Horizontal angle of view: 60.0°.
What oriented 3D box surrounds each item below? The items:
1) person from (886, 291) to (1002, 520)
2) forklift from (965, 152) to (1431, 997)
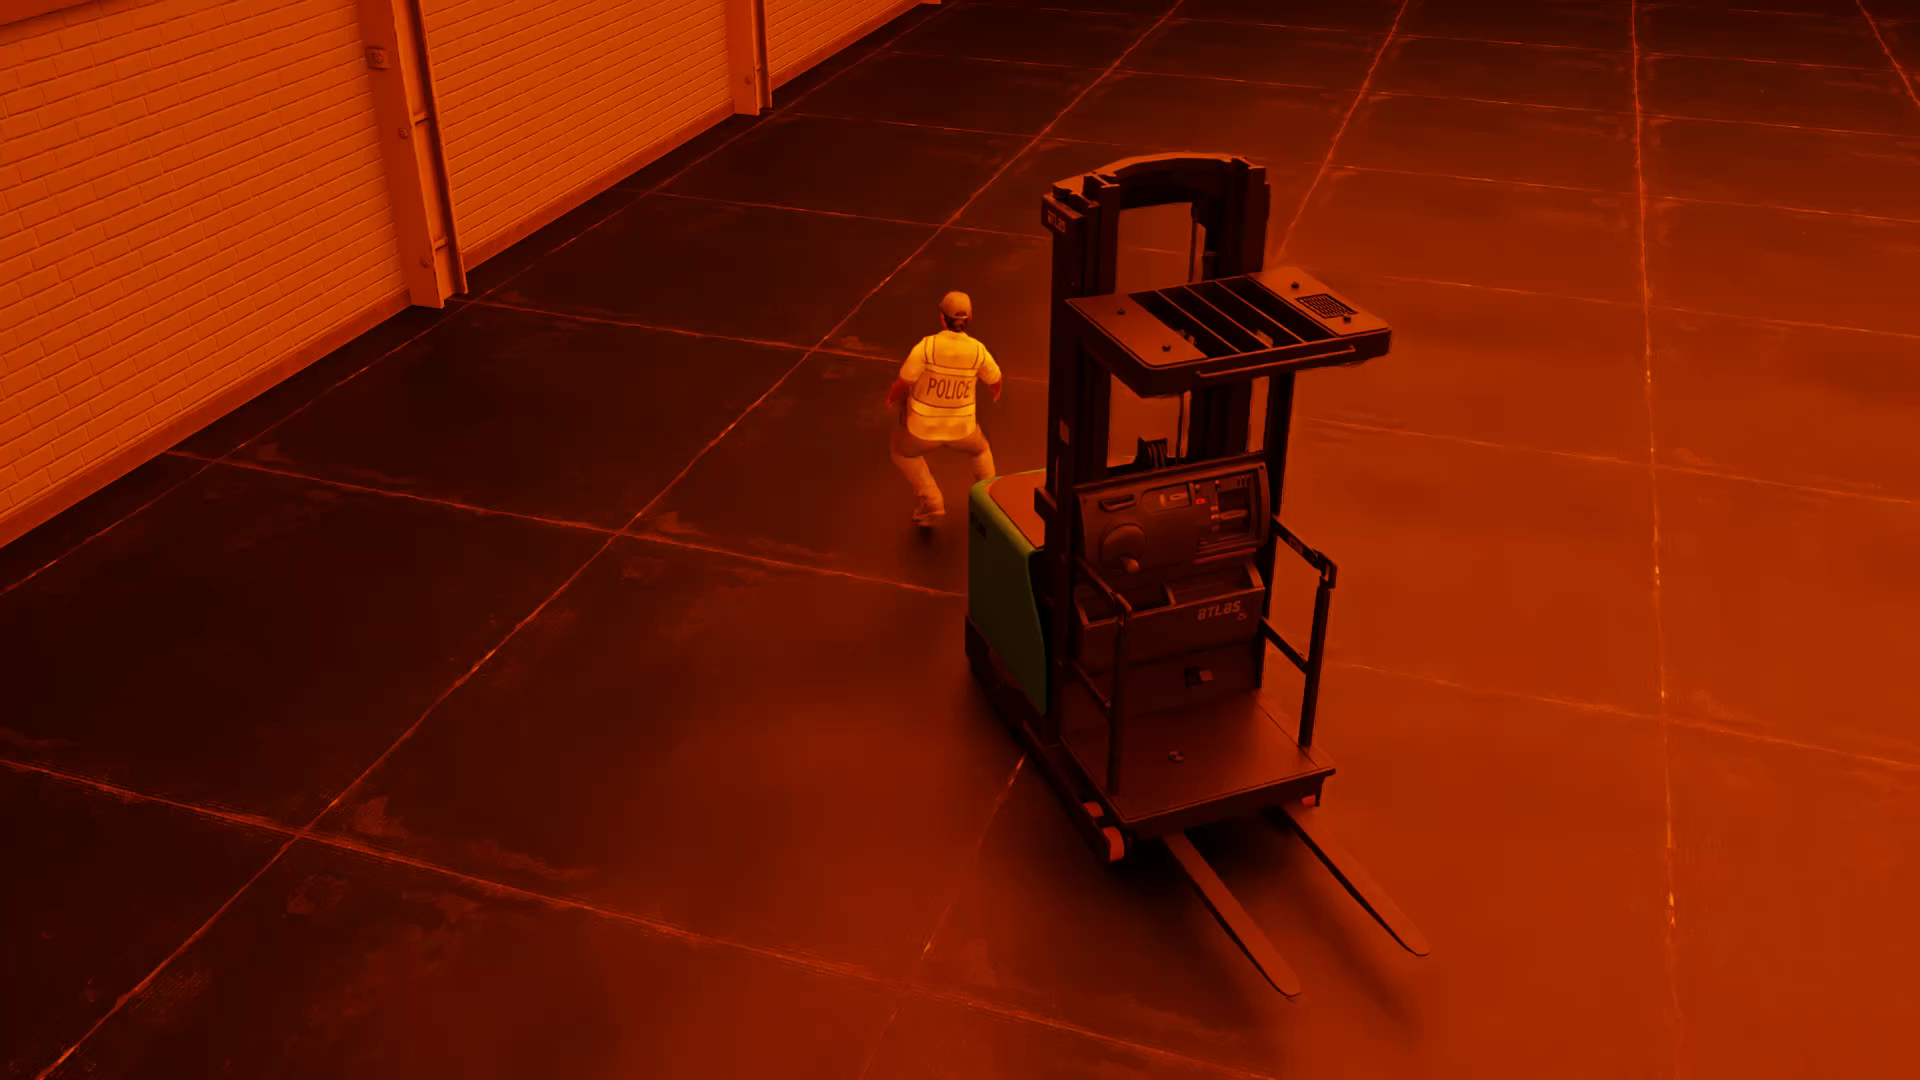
[{"bbox_3d":[-0.042,-0.772,9.882,0.775,1.547,0.565,-6,30,-11],"label":"person"},{"bbox_3d":[1.040,-0.049,7.223,1.130,2.935,3.031,-11,32,-19],"label":"forklift"}]
